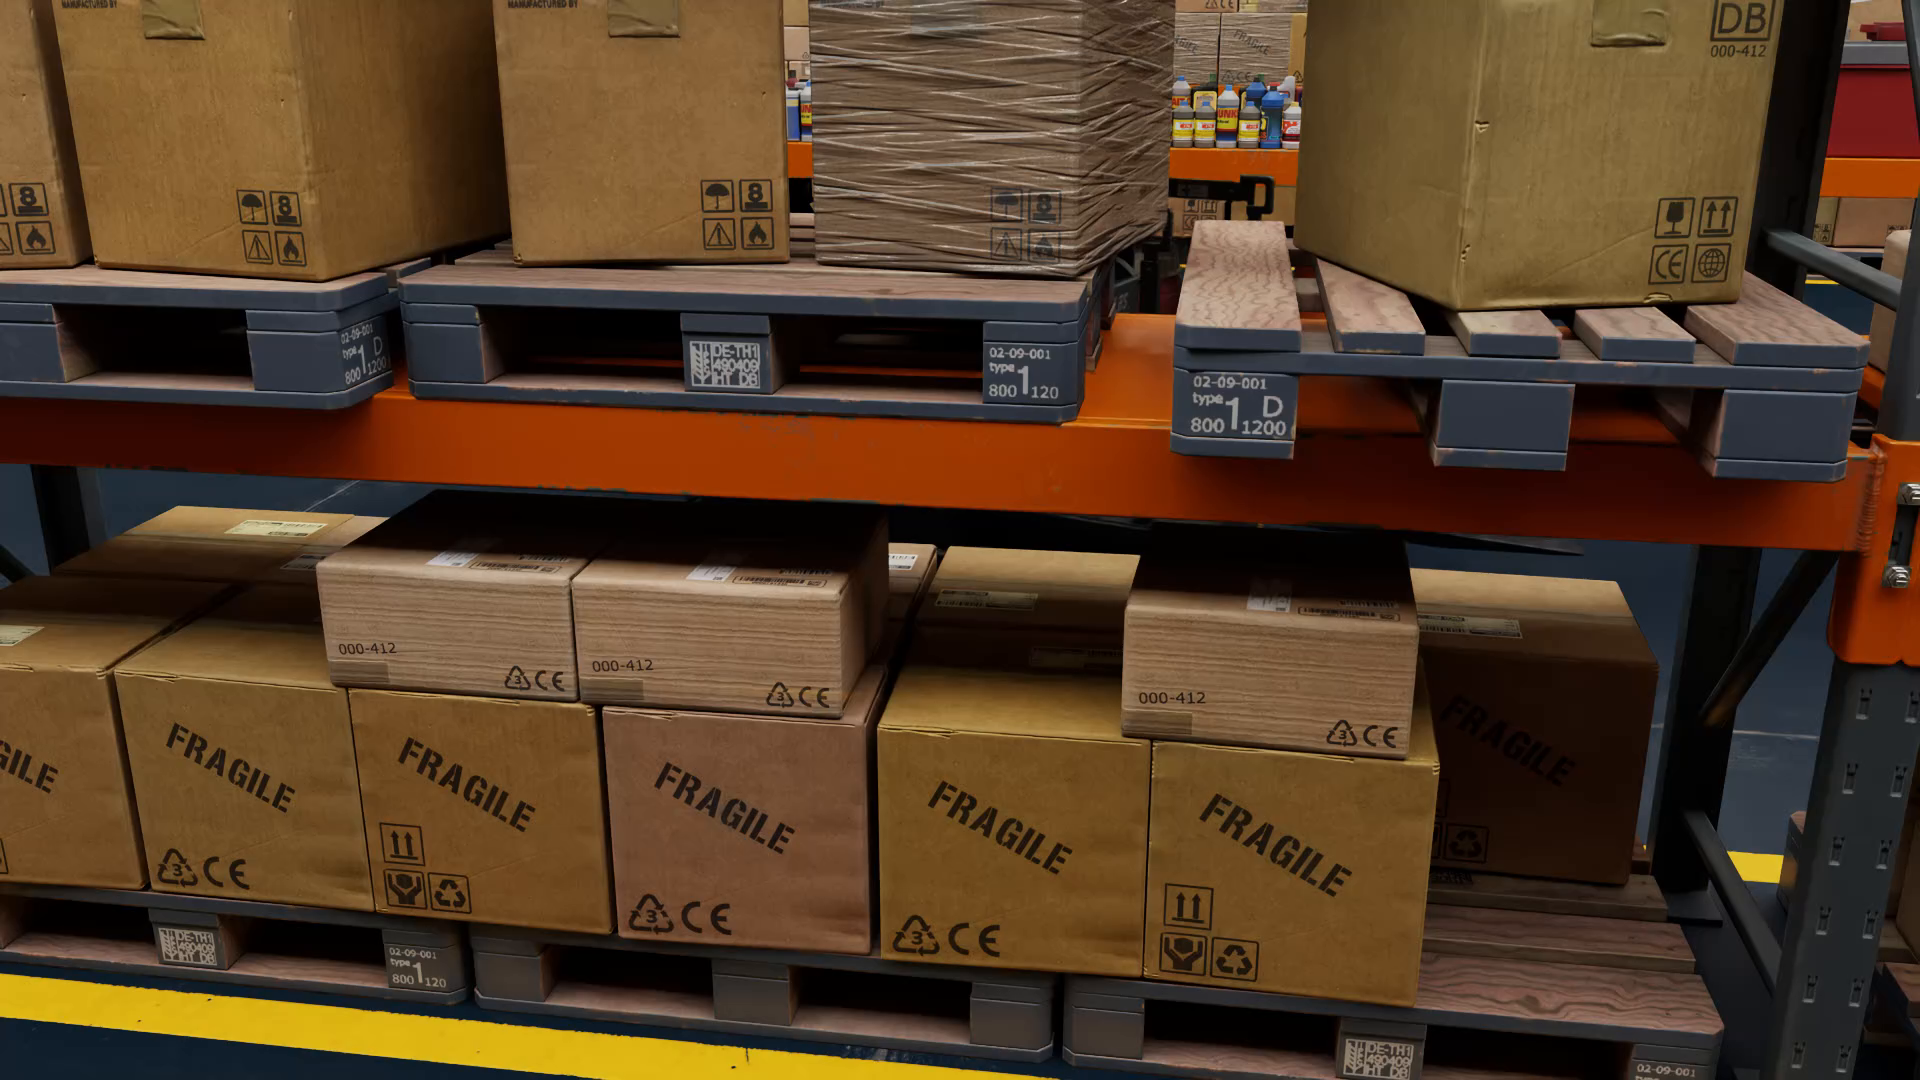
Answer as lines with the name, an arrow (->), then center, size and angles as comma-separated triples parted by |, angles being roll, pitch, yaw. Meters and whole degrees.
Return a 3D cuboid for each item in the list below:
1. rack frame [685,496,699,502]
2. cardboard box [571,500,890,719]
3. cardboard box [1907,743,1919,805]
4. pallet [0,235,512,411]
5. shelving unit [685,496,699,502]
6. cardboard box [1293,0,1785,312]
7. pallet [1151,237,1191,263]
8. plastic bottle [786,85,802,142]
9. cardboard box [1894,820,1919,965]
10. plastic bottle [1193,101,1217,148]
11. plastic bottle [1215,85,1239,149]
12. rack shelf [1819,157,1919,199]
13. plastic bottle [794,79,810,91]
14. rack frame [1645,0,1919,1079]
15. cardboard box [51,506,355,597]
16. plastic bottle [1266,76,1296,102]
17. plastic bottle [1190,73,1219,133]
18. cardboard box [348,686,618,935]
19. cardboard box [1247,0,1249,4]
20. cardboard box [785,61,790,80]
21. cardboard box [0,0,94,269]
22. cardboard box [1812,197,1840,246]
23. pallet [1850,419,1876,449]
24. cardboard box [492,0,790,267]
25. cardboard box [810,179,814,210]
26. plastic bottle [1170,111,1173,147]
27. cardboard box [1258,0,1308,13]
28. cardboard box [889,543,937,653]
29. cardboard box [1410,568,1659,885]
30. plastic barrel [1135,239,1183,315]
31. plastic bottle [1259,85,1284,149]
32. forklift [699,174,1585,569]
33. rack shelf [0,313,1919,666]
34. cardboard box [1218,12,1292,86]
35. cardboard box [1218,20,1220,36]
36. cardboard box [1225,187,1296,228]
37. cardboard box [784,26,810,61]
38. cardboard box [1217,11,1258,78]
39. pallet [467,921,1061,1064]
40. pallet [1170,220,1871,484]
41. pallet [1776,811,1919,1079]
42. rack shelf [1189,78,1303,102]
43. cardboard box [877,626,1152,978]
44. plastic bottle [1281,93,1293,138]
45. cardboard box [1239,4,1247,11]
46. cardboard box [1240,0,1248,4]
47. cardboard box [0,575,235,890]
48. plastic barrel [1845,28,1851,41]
rack frame -> -1.094, -0.673, 6.442 | 0.006, 1.200, 0.240 | -2, 16, 22
cardboard box -> -0.430, 0.122, 3.275 | 0.500, 0.250, 0.500 | 3, 19, 8
cardboard box -> 2.154, 0.314, 3.424 | 0.500, 0.311, 0.500 | 3, 19, 10
pallet -> -1.580, -0.509, 3.401 | 1.213, 0.211, 1.003 | 3, 19, 9
shelving unit -> -1.010, -0.676, 6.408 | 0.189, 1.200, 0.258 | -2, 16, 22
cardboard box -> 0.958, -0.717, 2.898 | 0.500, 0.500, 0.700 | -3, 19, -10
pallet -> 1.205, -2.380, 13.084 | 1.213, 0.211, 1.003 | 3, 19, 9
plastic bottle -> -0.804, -2.007, 7.769 | 0.135, 0.276, 0.152 | 3, 19, 9
cardboard box -> 2.068, 0.750, 3.007 | 0.500, 0.250, 0.500 | 3, 19, 8
plastic bottle -> 1.101, -1.865, 7.464 | 0.097, 0.201, 0.097 | 0, 18, 0
plastic bottle -> 1.197, -1.894, 7.438 | 0.097, 0.271, 0.097 | 0, 18, 0
rack shelf -> 4.362, -1.583, 7.442 | 4.000, 0.370, 1.077 | 3, 19, 9
plastic bottle -> -0.761, -2.231, 8.438 | 0.135, 0.276, 0.152 | 3, 19, 9
rack frame -> 1.598, -0.474, 2.991 | 0.127, 3.000, 1.000 | 3, 19, 9
cardboard box -> -1.819, 0.237, 4.114 | 0.500, 0.500, 0.500 | 3, 19, 8
plastic bottle -> 1.555, -2.113, 8.086 | 0.135, 0.276, 0.152 | 3, 19, 9
plastic bottle -> 1.202, -2.149, 8.182 | 0.133, 0.283, 0.061 | 3, 19, 9
cardboard box -> -0.892, 0.453, 3.467 | 0.500, 0.500, 0.500 | 3, 19, 9
cardboard box -> 2.865, -5.612, 17.144 | 0.250, 0.149, 0.380 | 2, 19, 6
cardboard box -> -1.384, -3.585, 12.685 | 0.250, 0.149, 0.380 | 3, 19, 10
cardboard box -> -1.919, -0.828, 3.230 | 0.500, 0.500, 0.700 | -3, 19, -10
cardboard box -> 6.052, -2.466, 12.193 | 0.500, 0.500, 0.700 | 3, 19, 8
pallet -> 4.347, -0.590, 7.733 | 1.213, 0.211, 1.003 | 3, 19, 9
cardboard box -> -0.597, -0.852, 3.303 | 0.500, 0.500, 0.700 | -2, 19, -5
cardboard box -> -1.415, -3.028, 13.313 | 0.875, 0.875, 0.875 | 3, 19, 9
plastic bottle -> 0.909, -1.875, 7.493 | 0.097, 0.201, 0.097 | 0, 18, 0
cardboard box -> 2.454, -4.142, 12.216 | 0.637, 0.503, 0.797 | 4, 19, 11
cardboard box -> -0.334, 0.315, 3.881 | 0.500, 0.500, 0.500 | 2, 19, 7
cardboard box -> 1.194, 0.391, 3.654 | 0.500, 0.500, 0.500 | 4, 19, 11
plastic barrel -> 0.787, -1.157, 8.172 | 0.708, 0.588, 0.600 | 3, 19, 9
plastic bottle -> 1.389, -1.884, 7.409 | 0.097, 0.271, 0.097 | 0, 18, 0
forklift -> 0.578, -1.279, 5.507 | 3.031, 2.935, 1.130 | 9, 21, 26
rack shelf -> -0.377, -0.233, 3.406 | 4.000, 0.370, 1.077 | 3, 19, 9
cardboard box -> 2.155, -3.599, 12.173 | 0.500, 0.500, 0.500 | 3, 19, 8
cardboard box -> 2.489, -5.139, 16.669 | 0.250, 0.149, 0.380 | 2, 19, 6
cardboard box -> 2.495, -2.810, 12.660 | 0.875, 0.875, 1.225 | 2, 19, 6
cardboard box -> -1.254, -3.788, 12.665 | 0.500, 0.250, 0.500 | 3, 19, 8
cardboard box -> 2.227, -3.759, 12.654 | 0.500, 0.500, 0.500 | 2, 19, 7
pallet -> -0.334, 0.737, 3.767 | 1.213, 0.211, 1.003 | 3, 19, 9
pallet -> 0.918, -0.395, 3.058 | 1.003, 0.211, 1.213 | 3, 19, 9
pallet -> 2.405, 0.902, 3.273 | 1.213, 0.211, 1.003 | 3, 19, 9
rack shelf -> 1.198, -3.336, 12.681 | 4.000, 0.370, 1.077 | 3, 19, 9
cardboard box -> 0.126, 0.503, 3.317 | 0.500, 0.500, 0.500 | 2, 19, 7
plastic bottle -> 1.553, -2.037, 7.978 | 0.097, 0.201, 0.097 | 0, 18, 0
cardboard box -> 2.728, -5.267, 16.583 | 0.250, 0.149, 0.380 | 3, 19, 9
cardboard box -> 2.732, -5.408, 16.534 | 0.250, 0.149, 0.380 | 3, 19, 10
cardboard box -> -1.912, 0.403, 3.619 | 0.500, 0.500, 0.500 | 2, 19, 6
plastic barrel -> 3.853, -2.072, 7.593 | 0.421, 0.512, 0.421 | 0, 18, 0
